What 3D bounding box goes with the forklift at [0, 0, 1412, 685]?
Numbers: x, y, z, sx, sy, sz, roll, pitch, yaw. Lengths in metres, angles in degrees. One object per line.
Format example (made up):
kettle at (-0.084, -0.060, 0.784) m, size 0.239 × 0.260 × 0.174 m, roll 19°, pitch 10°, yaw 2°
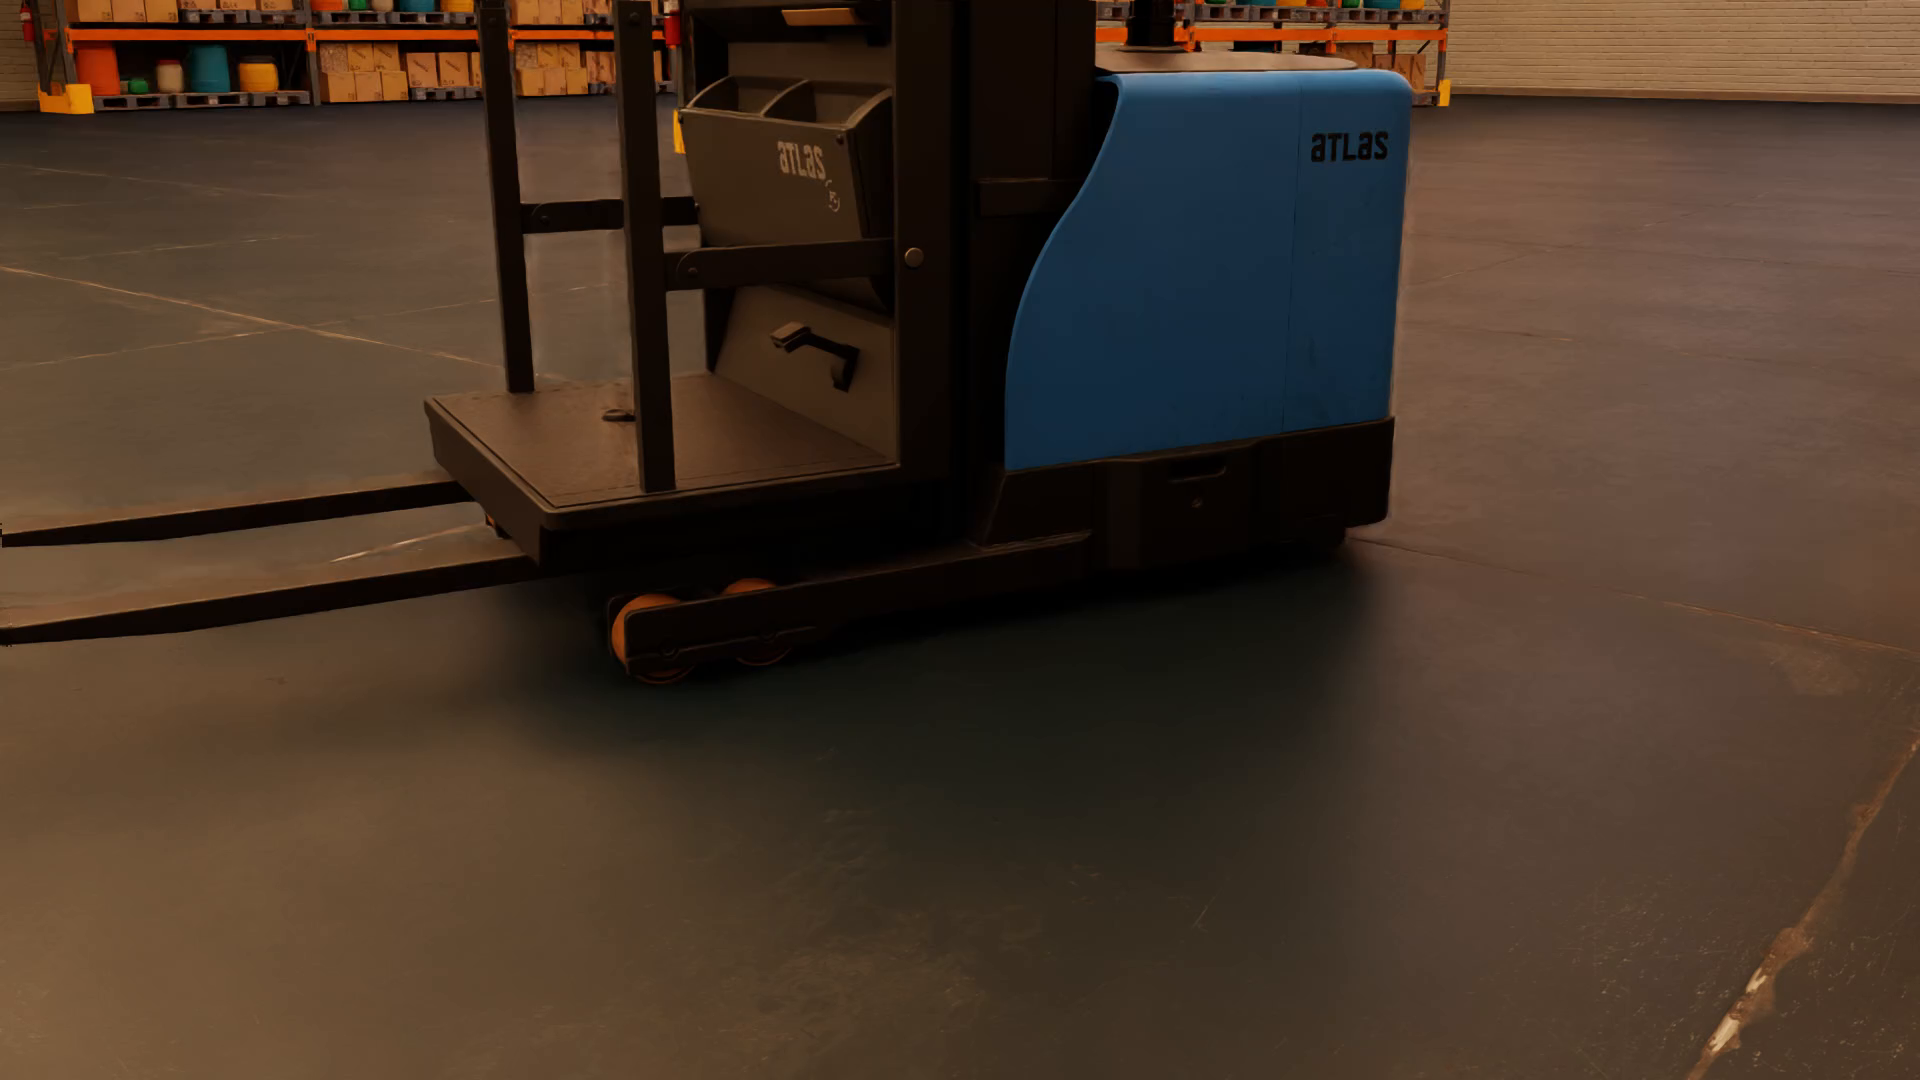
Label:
forklift at (-0.546, -1.311, 3.214) m, size 3.031 × 2.935 × 1.130 m, roll -9°, pitch 19°, yaw -27°
